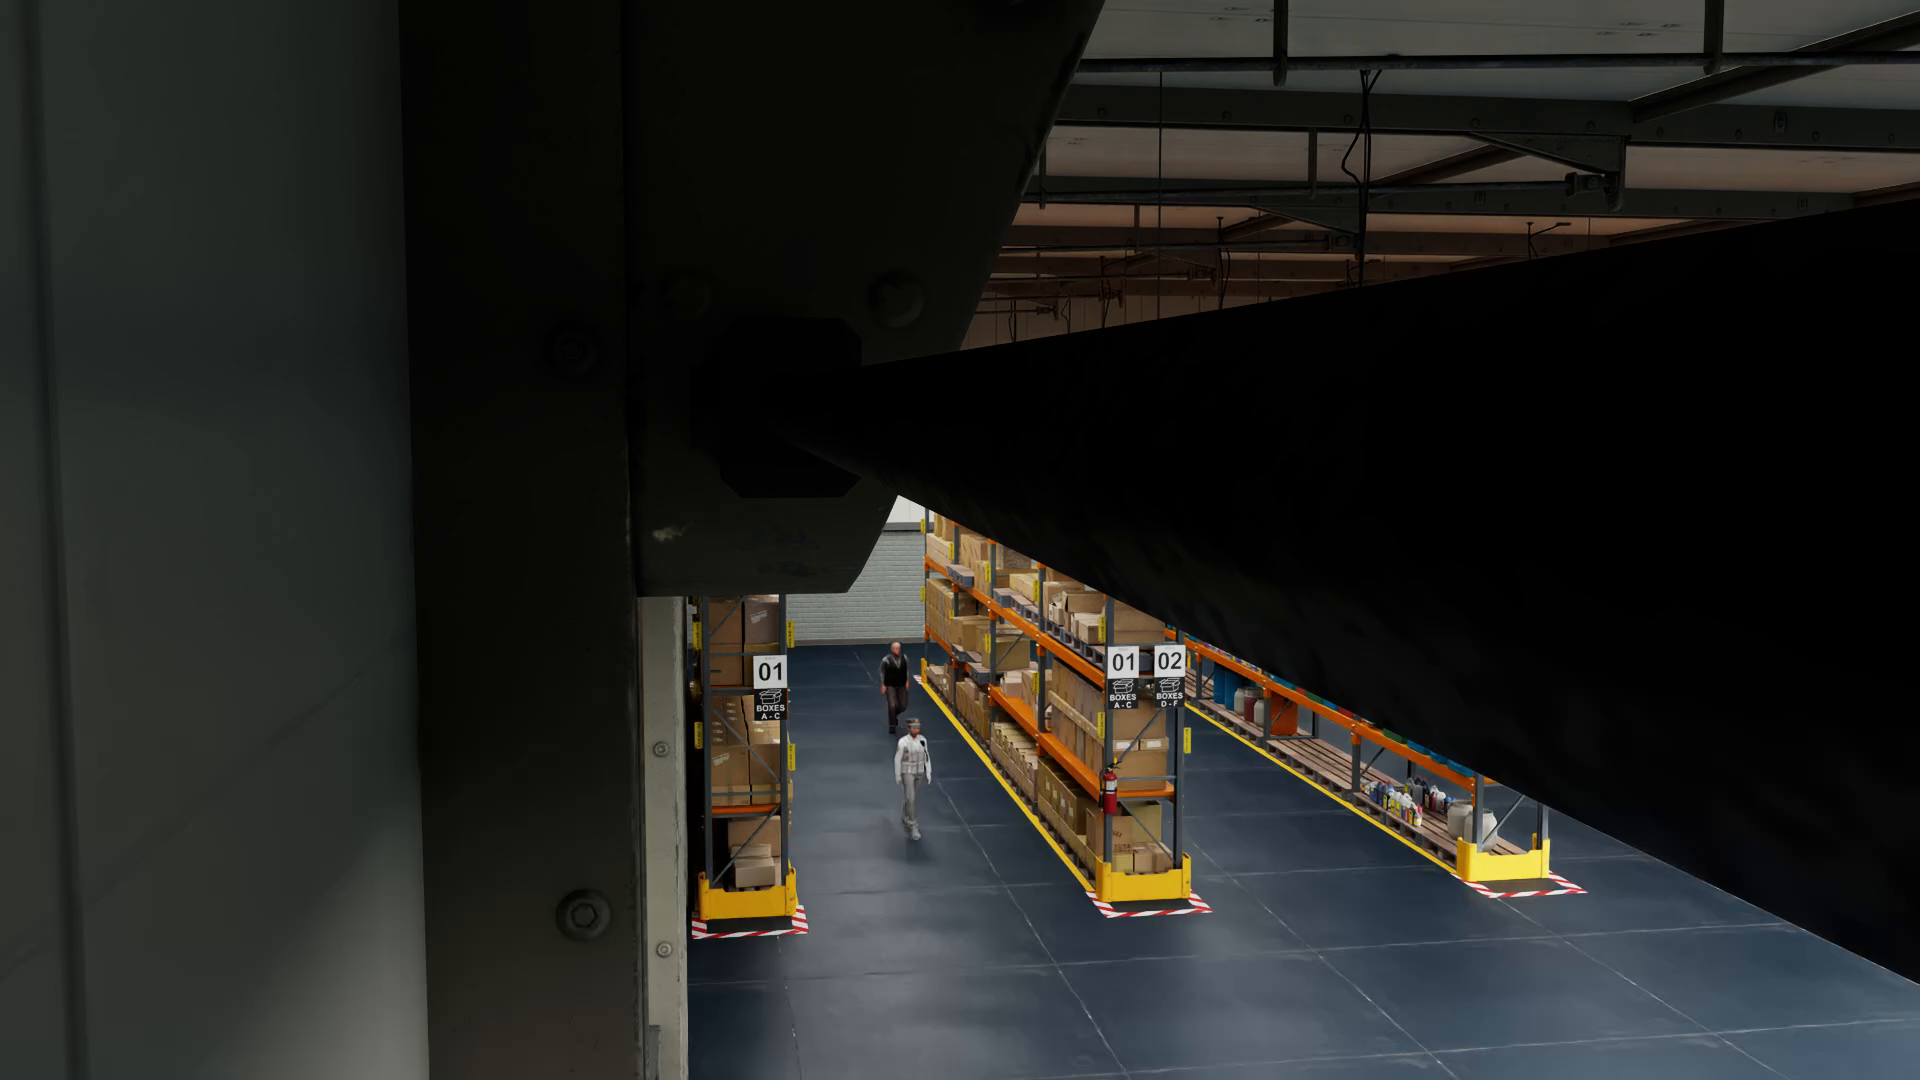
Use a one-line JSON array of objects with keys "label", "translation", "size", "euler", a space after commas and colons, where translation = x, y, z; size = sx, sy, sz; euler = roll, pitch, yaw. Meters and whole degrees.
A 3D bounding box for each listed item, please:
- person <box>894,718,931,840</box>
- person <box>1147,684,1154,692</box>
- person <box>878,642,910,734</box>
[{"label": "person", "translation": [-0.653, 3.386, 23.990], "size": [0.512, 1.664, 0.826], "euler": [-4, 6, -36]}, {"label": "person", "translation": [4.026, 2.471, 34.881], "size": [0.446, 1.546, 0.852], "euler": [1, 5, 8]}, {"label": "person", "translation": [-1.250, 2.744, 31.233], "size": [0.624, 1.704, 0.637], "euler": [-2, 5, -23]}]
